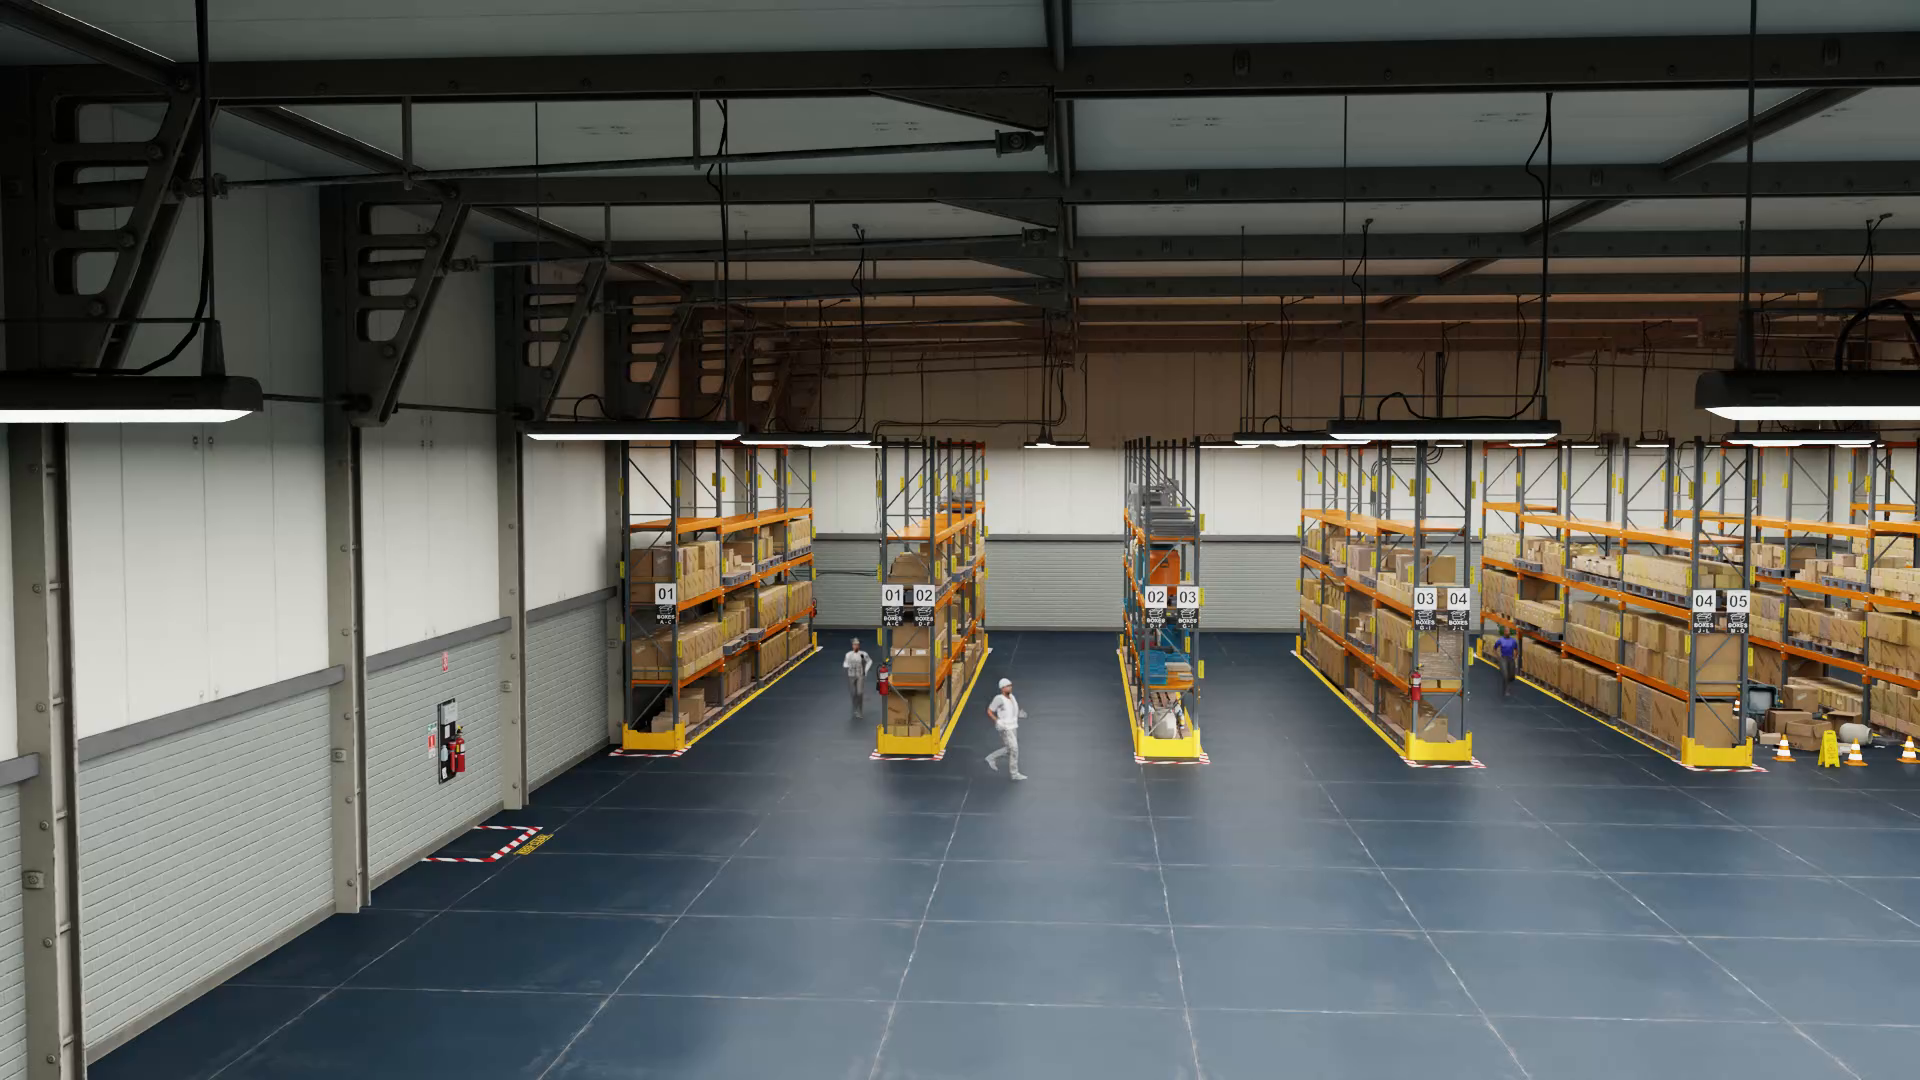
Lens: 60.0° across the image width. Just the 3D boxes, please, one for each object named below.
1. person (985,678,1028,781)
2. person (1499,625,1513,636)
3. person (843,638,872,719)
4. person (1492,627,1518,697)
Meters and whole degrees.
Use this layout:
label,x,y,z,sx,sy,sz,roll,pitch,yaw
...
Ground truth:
label,x,y,z,sx,sy,sz,roll,pitch,yaw
person,0.798,3.291,28.988,0.893,1.758,0.698,2,4,30
person,15.617,2.279,47.473,1.043,1.760,0.675,0,3,6
person,-2.216,2.969,35.706,0.592,1.734,0.684,0,3,5
person,12.770,2.841,38.912,0.579,1.597,0.678,0,3,4
